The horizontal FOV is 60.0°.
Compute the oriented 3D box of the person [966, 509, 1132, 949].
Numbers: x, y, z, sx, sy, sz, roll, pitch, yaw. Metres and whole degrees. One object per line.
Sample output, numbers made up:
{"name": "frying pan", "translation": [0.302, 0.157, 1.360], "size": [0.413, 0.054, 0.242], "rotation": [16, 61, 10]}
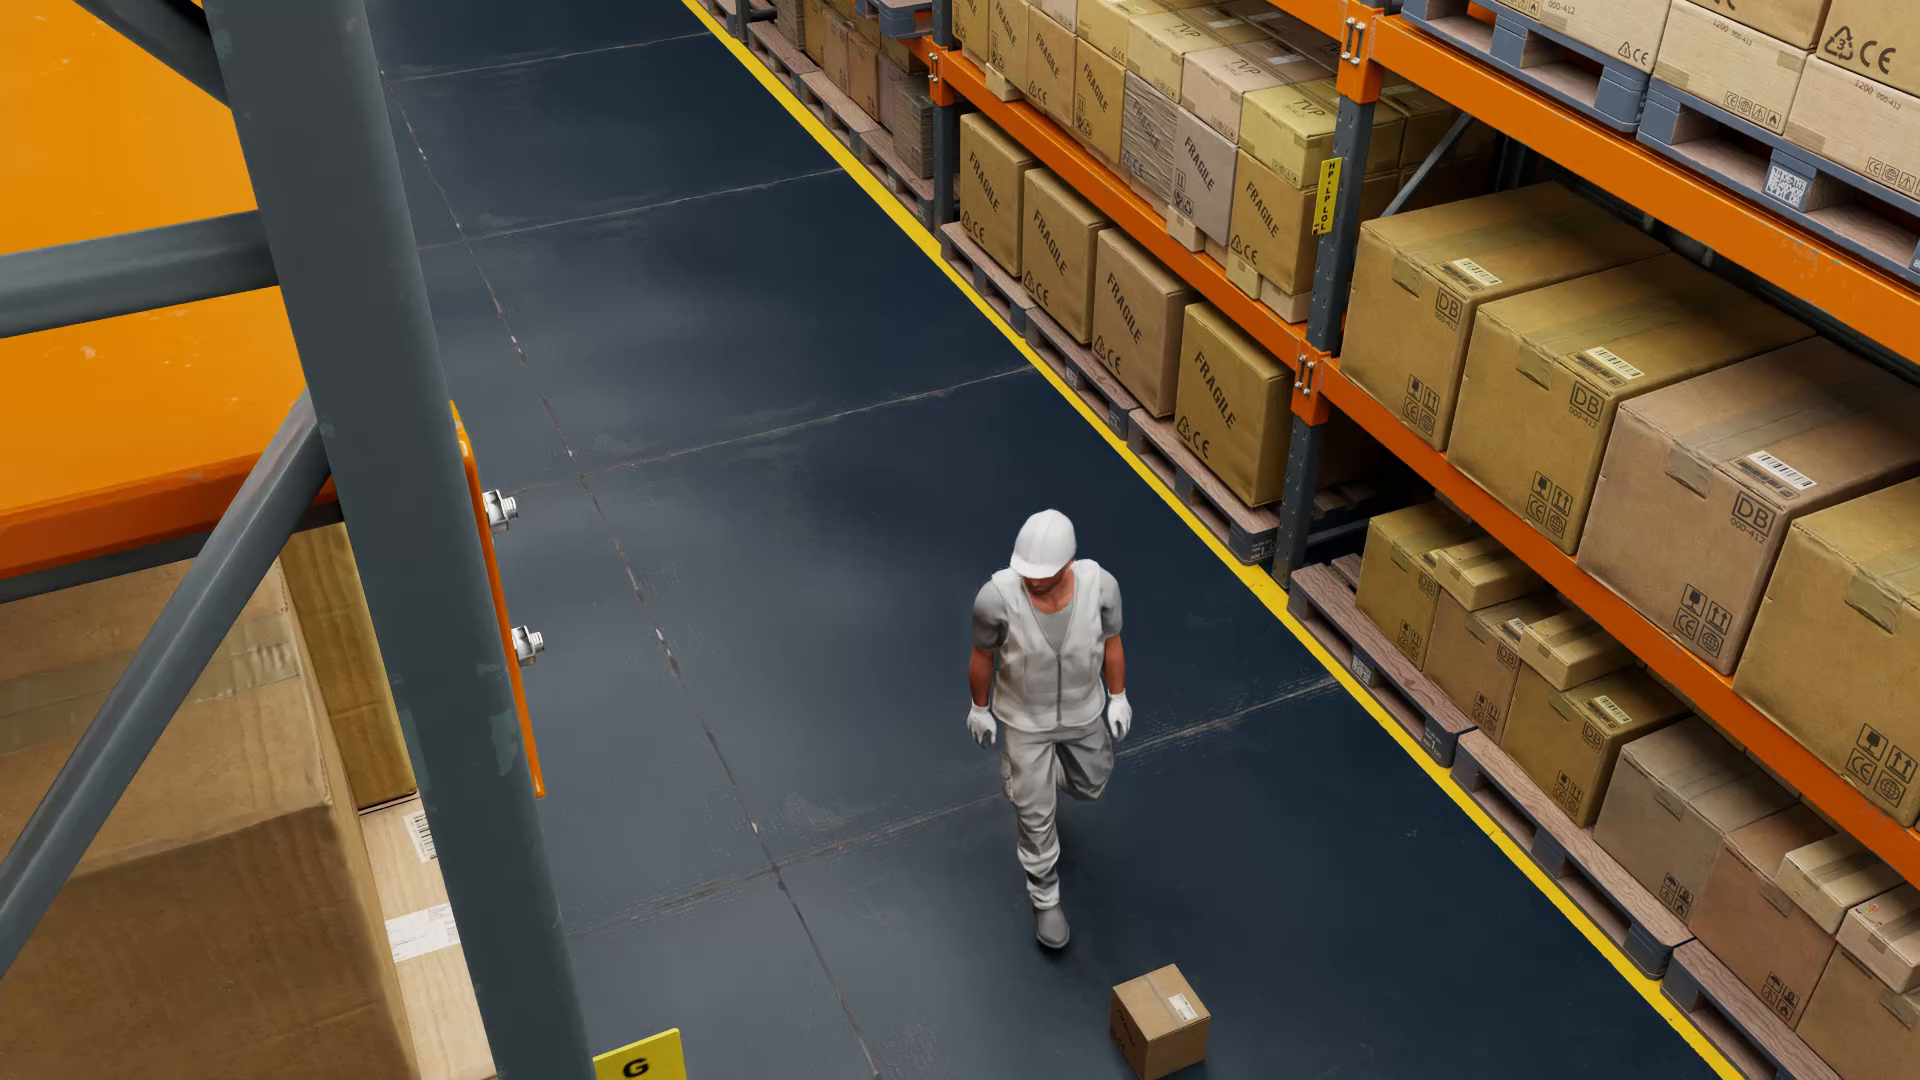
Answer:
{"name": "person", "translation": [0.329, 0.605, 6.026], "size": [0.596, 1.772, 0.840], "rotation": [-9, 38, -11]}
